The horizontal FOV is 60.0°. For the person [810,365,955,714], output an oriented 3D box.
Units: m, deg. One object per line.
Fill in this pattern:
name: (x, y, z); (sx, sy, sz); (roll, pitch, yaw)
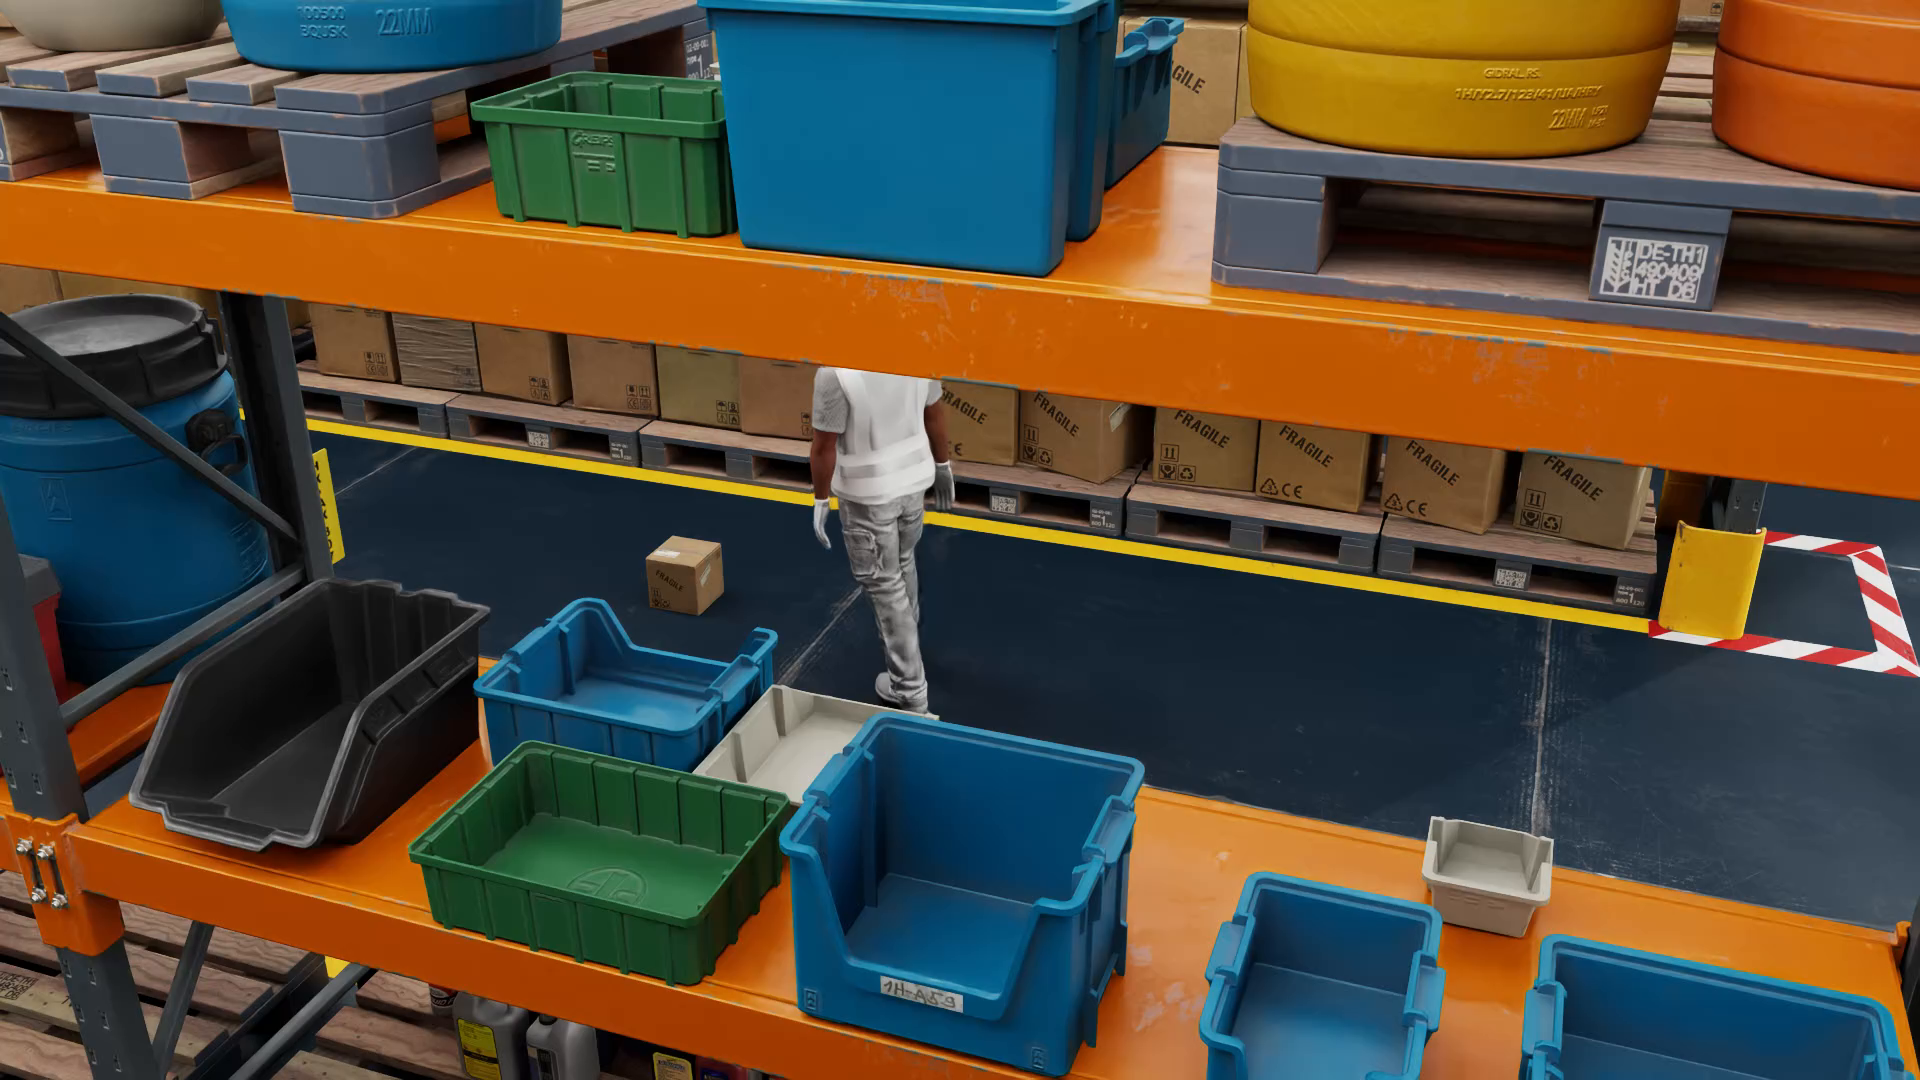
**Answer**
person: (-0.316, -0.199, 6.521); (0.638, 1.797, 0.669); (-20, 32, -36)
